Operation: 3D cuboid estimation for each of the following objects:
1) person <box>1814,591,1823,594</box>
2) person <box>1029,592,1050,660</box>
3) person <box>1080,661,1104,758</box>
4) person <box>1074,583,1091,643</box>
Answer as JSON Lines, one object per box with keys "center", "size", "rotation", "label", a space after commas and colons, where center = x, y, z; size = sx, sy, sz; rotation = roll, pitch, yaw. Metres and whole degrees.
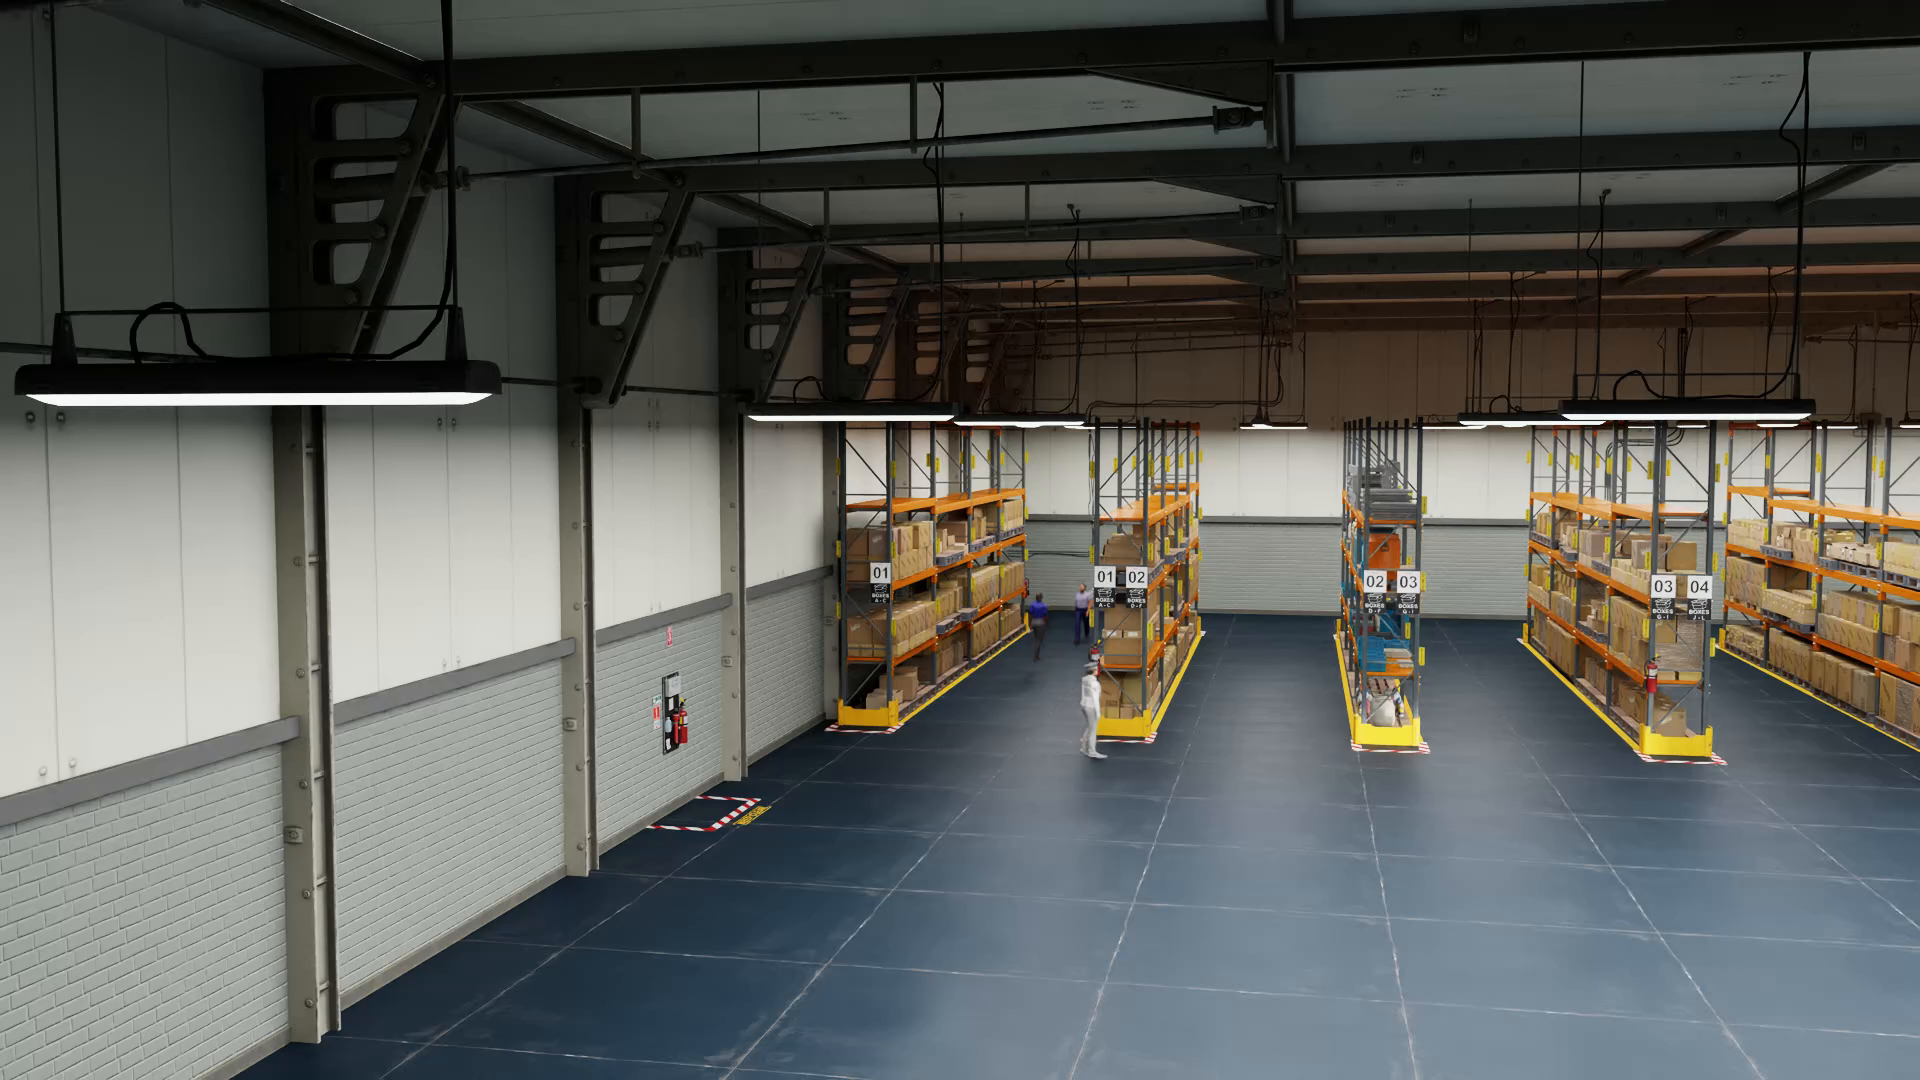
{"center": [22.221, 2.085, 43.284], "size": [0.421, 1.682, 0.535], "rotation": [4, 5, 44], "label": "person"}
{"center": [1.925, 2.061, 39.567], "size": [0.468, 1.677, 0.448], "rotation": [-3, 5, -40], "label": "person"}
{"center": [2.321, 3.015, 29.349], "size": [0.358, 1.745, 0.576], "rotation": [-1, 4, -19], "label": "person"}
{"center": [3.344, 1.977, 45.413], "size": [0.474, 1.589, 0.952], "rotation": [0, 4, 7], "label": "person"}
